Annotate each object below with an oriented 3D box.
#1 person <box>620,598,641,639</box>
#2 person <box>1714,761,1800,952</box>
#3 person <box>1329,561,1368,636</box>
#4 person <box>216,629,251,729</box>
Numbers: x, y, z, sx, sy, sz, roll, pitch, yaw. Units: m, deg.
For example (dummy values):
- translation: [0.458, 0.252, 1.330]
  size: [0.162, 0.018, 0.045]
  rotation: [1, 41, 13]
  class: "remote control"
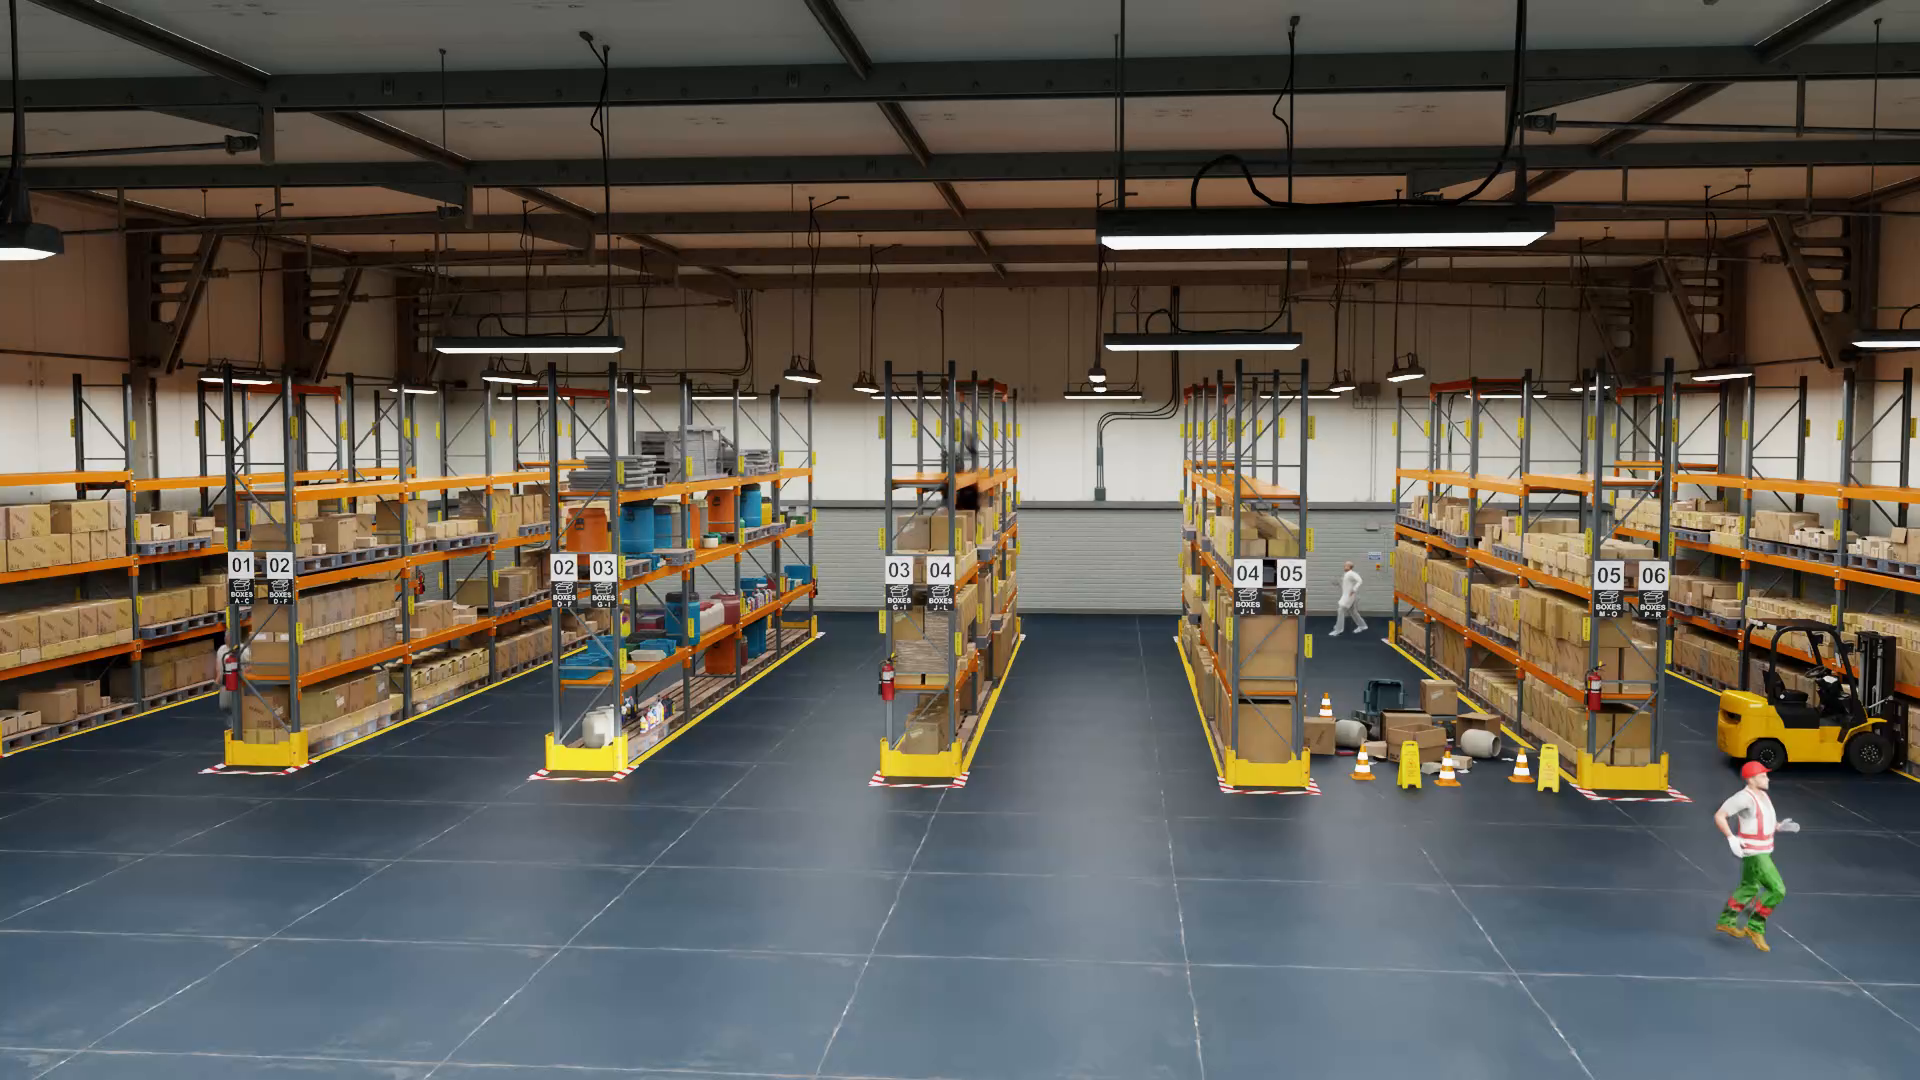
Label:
- translation: [-6.428, 2.023, 32.038]
  size: [0.675, 1.804, 0.689]
  rotation: [0, 4, 6]
  class: "person"
- translation: [7.711, 3.050, 16.096]
  size: [0.735, 1.817, 0.641]
  rotation: [3, 5, 42]
  class: "person"
- translation: [9.491, 1.428, 40.573]
  size: [0.950, 1.823, 0.707]
  rotation: [1, 4, 8]
  class: "person"
- translation: [-12.003, 2.329, 27.504]
  size: [0.653, 1.758, 0.647]
  rotation: [0, 4, 0]
  class: "person"
